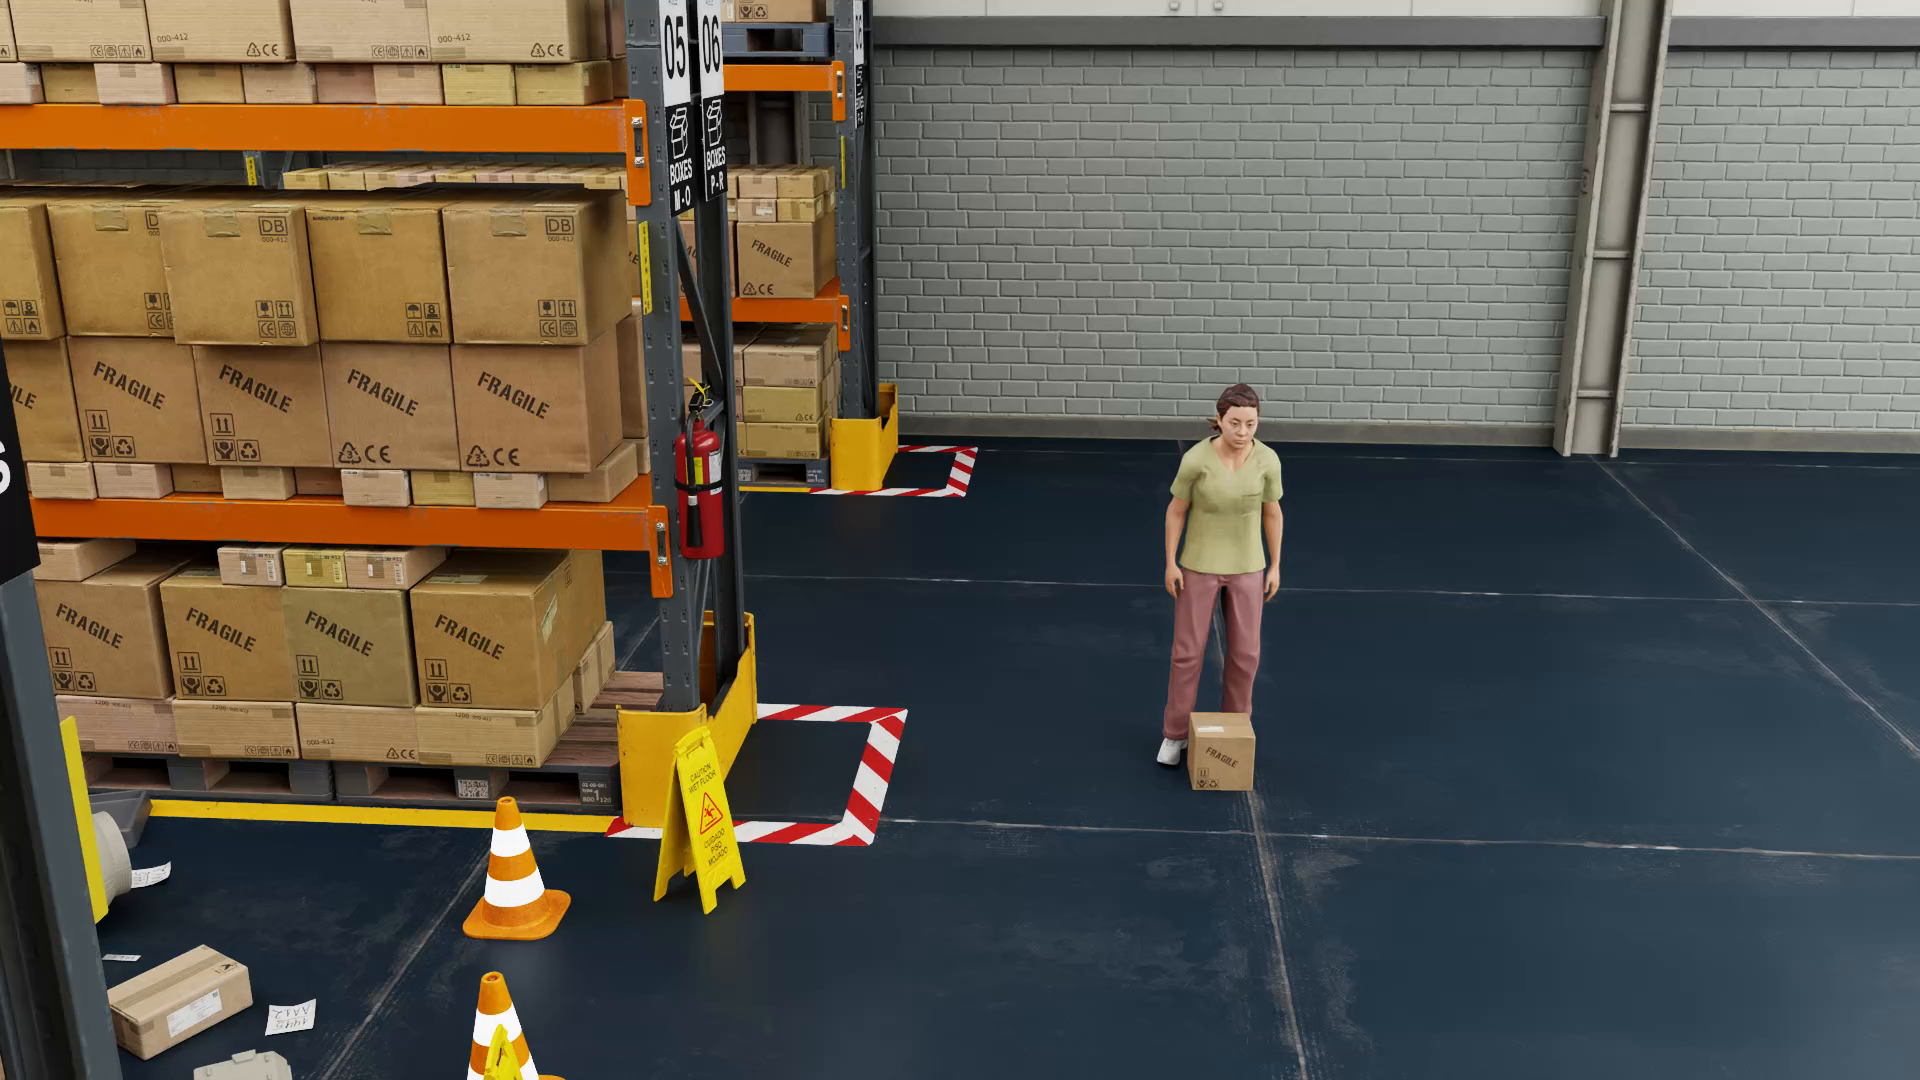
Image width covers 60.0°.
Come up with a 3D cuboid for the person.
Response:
[{"bbox_3d":[1.118,0.145,7.096,0.515,1.671,0.357,0,18,1],"label":"person"}]
